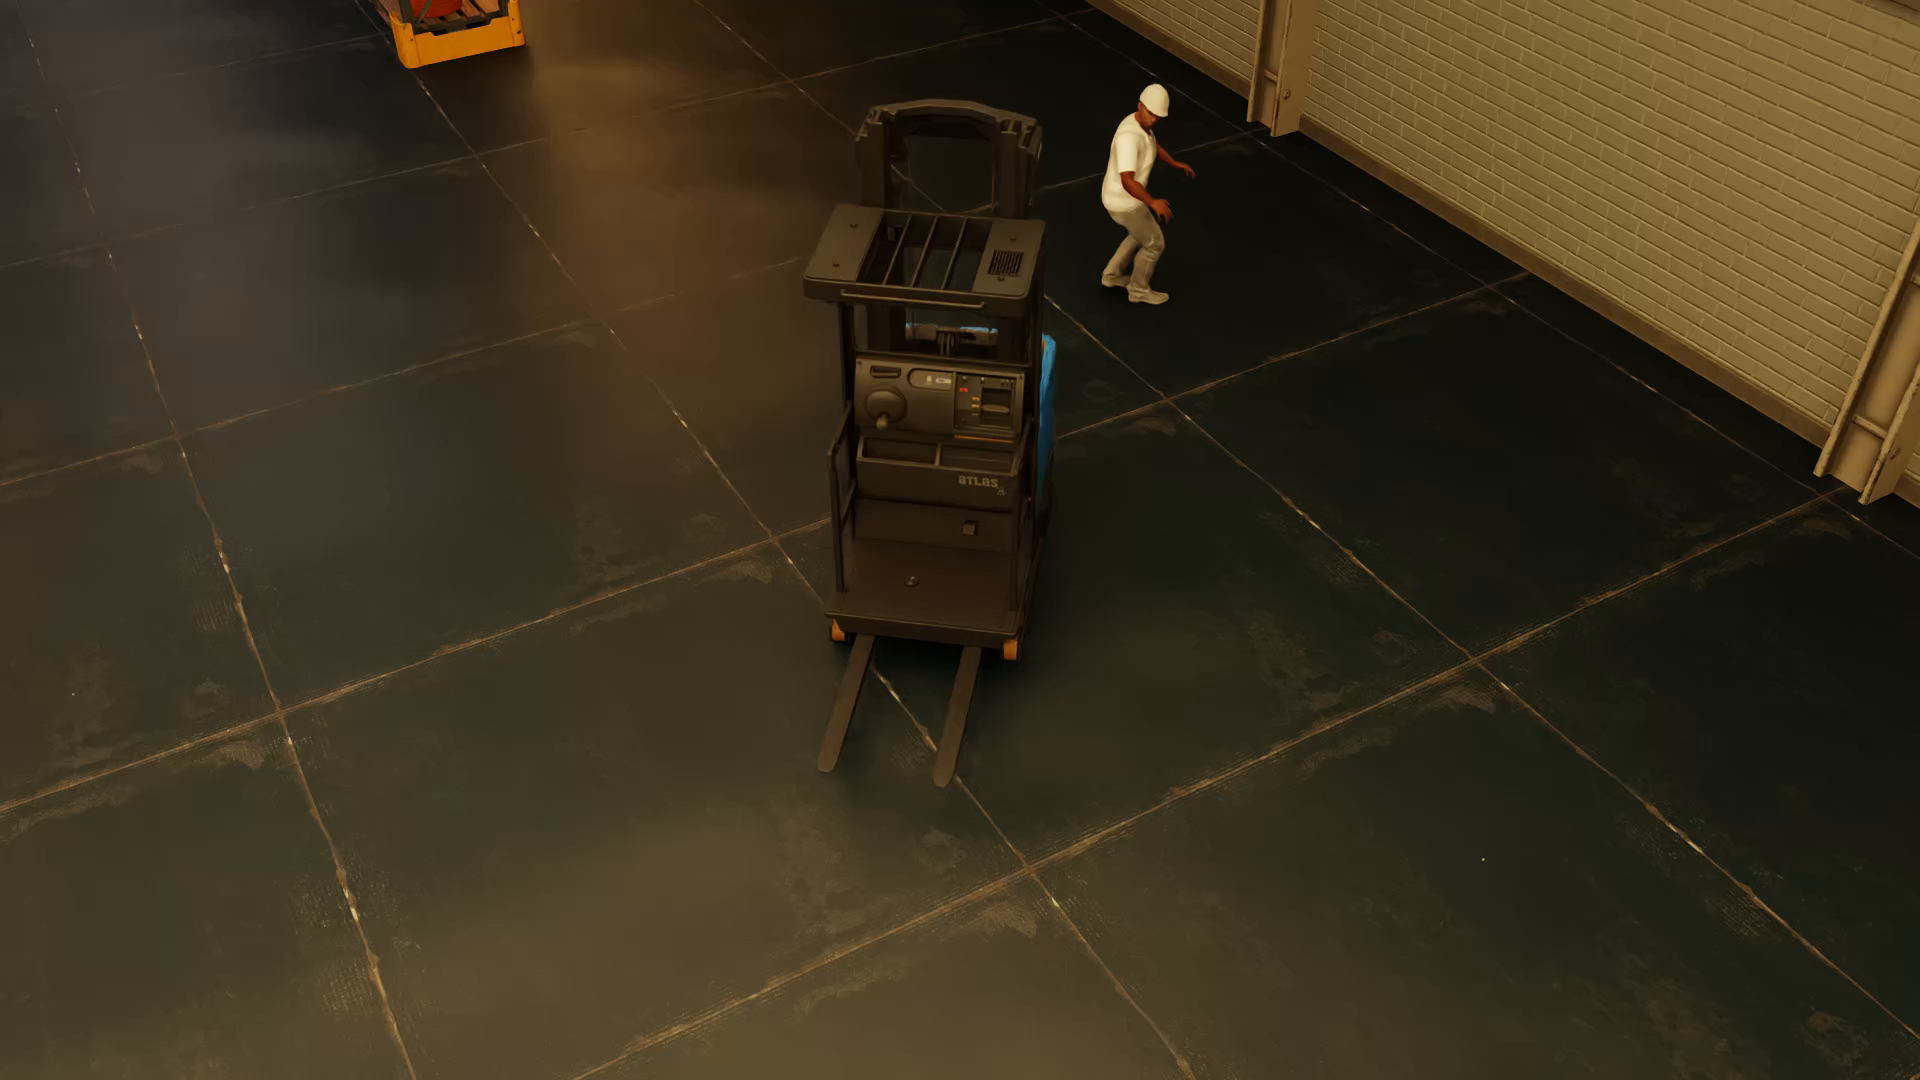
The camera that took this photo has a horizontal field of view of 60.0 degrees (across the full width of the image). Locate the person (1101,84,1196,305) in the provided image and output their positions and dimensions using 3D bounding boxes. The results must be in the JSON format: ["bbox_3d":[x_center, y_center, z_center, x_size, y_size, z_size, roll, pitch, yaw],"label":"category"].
[{"bbox_3d":[1.377,-2.477,12.018,0.707,1.693,0.832,0,40,0],"label":"person"}]

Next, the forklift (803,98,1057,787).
[{"bbox_3d":[-0.147,-0.688,8.865,1.130,2.935,3.031,6,40,7],"label":"forklift"}]
